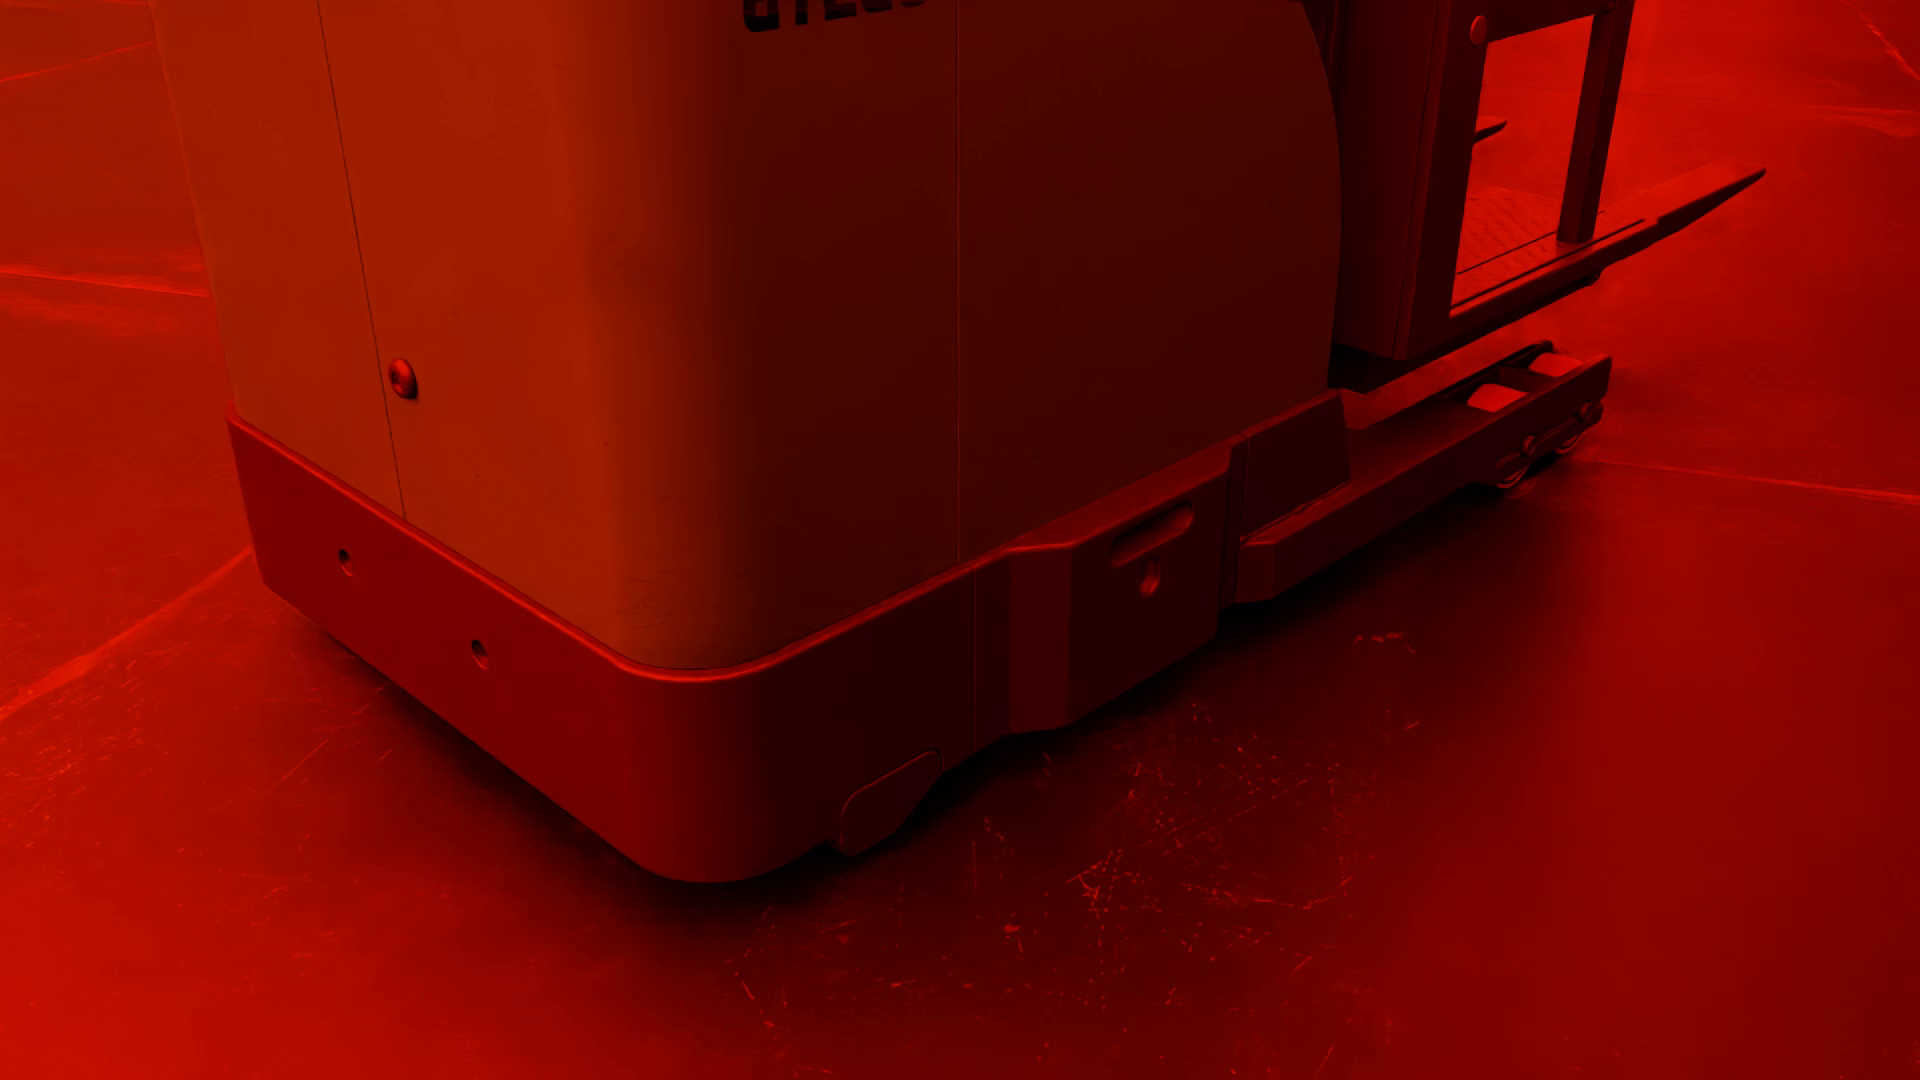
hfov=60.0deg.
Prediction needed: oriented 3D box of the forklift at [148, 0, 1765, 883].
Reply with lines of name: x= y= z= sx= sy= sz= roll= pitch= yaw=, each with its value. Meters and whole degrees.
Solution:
forklift: x=0.439 y=-1.533 z=2.280 sx=1.130 sy=2.935 sz=3.031 roll=24 pitch=36 yaw=39
